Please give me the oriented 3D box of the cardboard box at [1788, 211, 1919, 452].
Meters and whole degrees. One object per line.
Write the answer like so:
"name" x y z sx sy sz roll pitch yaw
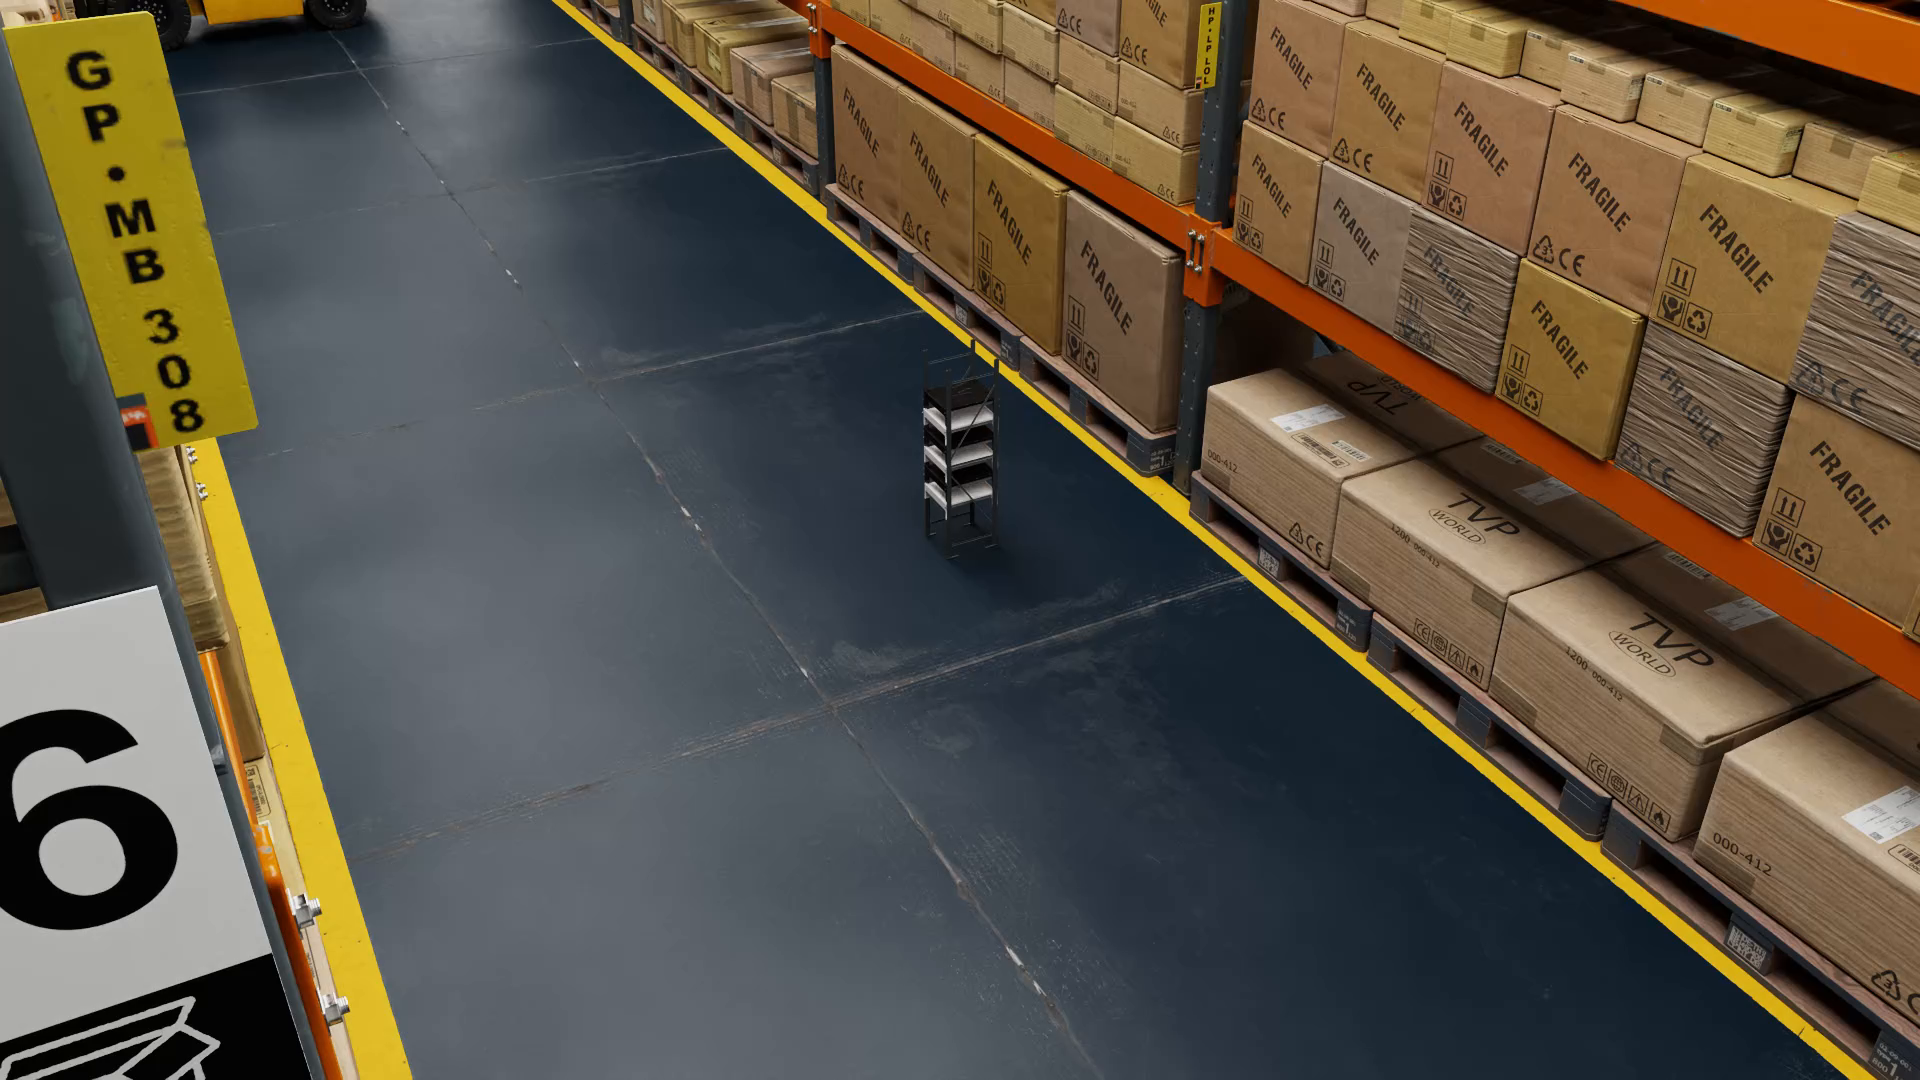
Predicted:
"cardboard box" 2.603 -0.573 4.344 0.500 0.500 0.500 -16 36 -23

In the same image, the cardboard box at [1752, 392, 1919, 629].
"cardboard box" 2.629 -0.147 4.605 0.500 0.500 0.500 -17 36 -24

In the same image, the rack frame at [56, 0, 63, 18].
"rack frame" -4.811 -2.265 8.005 1.000 3.000 0.127 -16 36 -23

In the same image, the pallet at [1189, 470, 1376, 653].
"pallet" 1.729 -0.050 7.132 1.003 0.211 1.213 -16 36 -23

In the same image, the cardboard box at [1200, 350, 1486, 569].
"cardboard box" 1.641 -0.378 7.045 0.875 0.438 0.875 -16 36 -24

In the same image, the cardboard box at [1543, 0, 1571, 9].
"cardboard box" 2.137 -1.885 5.791 0.380 0.149 0.250 -16 36 -23

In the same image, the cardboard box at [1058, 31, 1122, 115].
"cardboard box" 0.783 -2.140 7.485 0.500 0.250 0.500 -15 36 -22

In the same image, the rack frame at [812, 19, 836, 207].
"rack frame" -0.422 -3.515 9.956 1.000 3.000 0.127 -16 36 -23

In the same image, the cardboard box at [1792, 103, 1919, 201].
"cardboard box" 2.489 -1.045 4.480 0.380 0.149 0.250 -16 36 -24

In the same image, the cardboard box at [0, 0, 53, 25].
"cardboard box" -1.286 -0.505 1.877 0.500 0.250 0.500 -16 36 -23

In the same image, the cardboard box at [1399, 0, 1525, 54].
"cardboard box" 1.713 -1.763 5.600 0.380 0.149 0.250 -16 36 -23

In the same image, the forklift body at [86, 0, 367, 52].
"forklift body" -6.043 -5.279 13.497 2.313 2.155 1.214 -16 36 -23

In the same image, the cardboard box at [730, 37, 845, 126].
"cardboard box" -1.027 -3.208 11.523 0.950 0.372 0.625 -17 36 -24

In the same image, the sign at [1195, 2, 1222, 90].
"sign" 0.968 -1.919 6.466 0.100 0.325 0.005 -16 36 -23

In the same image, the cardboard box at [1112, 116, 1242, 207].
"cardboard box" 1.011 -1.694 7.252 0.500 0.250 0.500 -17 36 -24

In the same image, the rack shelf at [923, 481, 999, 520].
"rack shelf" 0.004 -0.195 7.116 0.258 0.077 0.200 -16 36 -23

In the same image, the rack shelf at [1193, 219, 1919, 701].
"rack shelf" 2.376 -0.349 5.681 1.077 0.370 4.000 -16 36 -23

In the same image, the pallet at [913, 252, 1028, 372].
"pallet" 0.444 -1.365 9.184 1.003 0.211 1.213 -16 36 -23

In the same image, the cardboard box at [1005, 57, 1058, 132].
"cardboard box" 0.556 -2.183 8.016 0.500 0.250 0.500 -17 36 -24

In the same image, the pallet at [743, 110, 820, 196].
"pallet" -0.785 -2.714 11.291 1.003 0.211 1.213 -16 36 -23

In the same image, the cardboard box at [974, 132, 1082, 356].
"cardboard box" 0.656 -1.593 8.537 0.875 0.875 0.875 -15 36 -22

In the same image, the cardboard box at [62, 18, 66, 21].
"cardboard box" -3.886 -1.753 6.720 0.797 0.503 0.637 -17 36 -24

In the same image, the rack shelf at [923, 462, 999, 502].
"rack shelf" 0.004 -0.271 7.068 0.258 0.077 0.200 -16 36 -23

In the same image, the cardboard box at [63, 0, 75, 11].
"cardboard box" -6.624 -3.924 11.827 0.500 0.250 0.500 -16 36 -24

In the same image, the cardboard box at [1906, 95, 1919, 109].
"cardboard box" 2.875 -1.166 4.668 0.380 0.149 0.250 -16 36 -23

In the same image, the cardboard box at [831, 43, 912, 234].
"cardboard box" -0.173 -2.447 9.869 0.875 0.875 0.875 -16 36 -24

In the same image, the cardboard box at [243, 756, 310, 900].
"cardboard box" -1.529 0.725 3.201 0.500 0.250 0.500 -17 36 -24

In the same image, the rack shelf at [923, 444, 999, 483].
"rack shelf" 0.004 -0.347 7.019 0.258 0.077 0.200 -16 36 -23

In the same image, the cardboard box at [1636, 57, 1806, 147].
"cardboard box" 2.215 -1.280 4.846 0.380 0.149 0.250 -15 35 -22

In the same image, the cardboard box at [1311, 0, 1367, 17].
"cardboard box" 1.495 -2.008 5.984 0.380 0.149 0.250 -15 36 -22

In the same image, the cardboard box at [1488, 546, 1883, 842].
"cardboard box" 2.478 0.480 5.706 0.875 0.438 0.875 -15 36 -22

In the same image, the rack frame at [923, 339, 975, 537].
"rack frame" -0.044 -0.424 7.077 0.240 0.900 0.006 -16 36 -23

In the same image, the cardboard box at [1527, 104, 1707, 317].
"cardboard box" 2.143 -1.050 5.089 0.500 0.500 0.500 -16 36 -23

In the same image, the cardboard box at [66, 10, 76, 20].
"cardboard box" -6.628 -3.712 11.960 0.500 0.250 0.500 -16 36 -23

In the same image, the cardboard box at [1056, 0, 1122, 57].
"cardboard box" 0.765 -2.465 7.297 0.500 0.500 0.500 -15 36 -22

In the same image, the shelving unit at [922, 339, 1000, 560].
"shelving unit" 0.004 -0.375 7.001 0.258 0.900 0.210 -16 36 -23

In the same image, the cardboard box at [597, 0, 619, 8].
"cardboard box" -2.800 -4.658 13.899 0.500 0.250 0.500 -14 35 -21

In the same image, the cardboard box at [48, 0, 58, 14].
"cardboard box" -2.248 -1.269 3.532 0.500 0.250 0.500 -17 36 -25

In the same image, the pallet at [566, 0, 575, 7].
"pallet" -3.204 -5.145 15.084 1.003 0.211 1.213 -16 36 -23

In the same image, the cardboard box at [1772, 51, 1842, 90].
"cardboard box" 2.702 -1.423 5.070 0.380 0.149 0.250 -17 36 -24

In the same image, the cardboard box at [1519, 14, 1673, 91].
"cardboard box" 2.001 -1.530 5.236 0.380 0.149 0.250 -16 36 -23

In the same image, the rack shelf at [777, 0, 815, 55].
"rack shelf" -1.354 -4.167 11.640 1.077 0.370 4.000 -16 36 -23

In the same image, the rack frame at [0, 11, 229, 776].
"rack frame" -1.081 -0.973 0.427 1.000 3.000 0.127 -16 36 -23

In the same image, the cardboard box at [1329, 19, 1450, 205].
"cardboard box" 1.681 -1.539 5.852 0.500 0.500 0.500 -16 36 -24

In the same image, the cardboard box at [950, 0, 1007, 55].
"cardboard box" 0.282 -2.625 8.243 0.500 0.250 0.500 -15 36 -22

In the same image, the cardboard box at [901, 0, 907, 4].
"cardboard box" -0.164 -3.112 9.002 0.500 0.250 0.500 -15 36 -22

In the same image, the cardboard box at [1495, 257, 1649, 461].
"cardboard box" 2.128 -0.633 5.364 0.500 0.500 0.500 -15 35 -22

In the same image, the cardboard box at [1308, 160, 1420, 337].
"cardboard box" 1.662 -1.118 6.121 0.500 0.500 0.500 -16 36 -23

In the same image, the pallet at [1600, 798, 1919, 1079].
"pallet" 2.866 1.115 5.314 1.003 0.211 1.213 -16 36 -23

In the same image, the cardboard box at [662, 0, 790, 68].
"cardboard box" -1.702 -3.903 12.608 0.950 0.372 0.625 -14 35 -20

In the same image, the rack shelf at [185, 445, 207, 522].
"rack shelf" -3.878 -1.008 6.709 1.077 0.370 4.000 -16 36 -23

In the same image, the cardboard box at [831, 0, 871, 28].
"cardboard box" -0.416 -3.155 9.534 0.500 0.250 0.500 -17 36 -24

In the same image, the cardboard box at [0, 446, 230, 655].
"cardboard box" -1.046 -0.053 1.635 0.500 0.250 0.500 -16 36 -24

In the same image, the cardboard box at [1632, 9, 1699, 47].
"cardboard box" 2.409 -1.650 5.424 0.380 0.149 0.250 -17 36 -24

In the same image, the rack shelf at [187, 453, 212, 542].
"rack shelf" -2.013 0.901 3.730 1.077 0.370 4.000 -16 36 -23

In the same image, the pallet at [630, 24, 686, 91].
"pallet" -1.922 -3.879 13.109 1.003 0.211 1.213 -16 36 -23

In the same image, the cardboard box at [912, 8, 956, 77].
"cardboard box" 0.079 -2.663 8.765 0.500 0.250 0.500 -15 35 -22
